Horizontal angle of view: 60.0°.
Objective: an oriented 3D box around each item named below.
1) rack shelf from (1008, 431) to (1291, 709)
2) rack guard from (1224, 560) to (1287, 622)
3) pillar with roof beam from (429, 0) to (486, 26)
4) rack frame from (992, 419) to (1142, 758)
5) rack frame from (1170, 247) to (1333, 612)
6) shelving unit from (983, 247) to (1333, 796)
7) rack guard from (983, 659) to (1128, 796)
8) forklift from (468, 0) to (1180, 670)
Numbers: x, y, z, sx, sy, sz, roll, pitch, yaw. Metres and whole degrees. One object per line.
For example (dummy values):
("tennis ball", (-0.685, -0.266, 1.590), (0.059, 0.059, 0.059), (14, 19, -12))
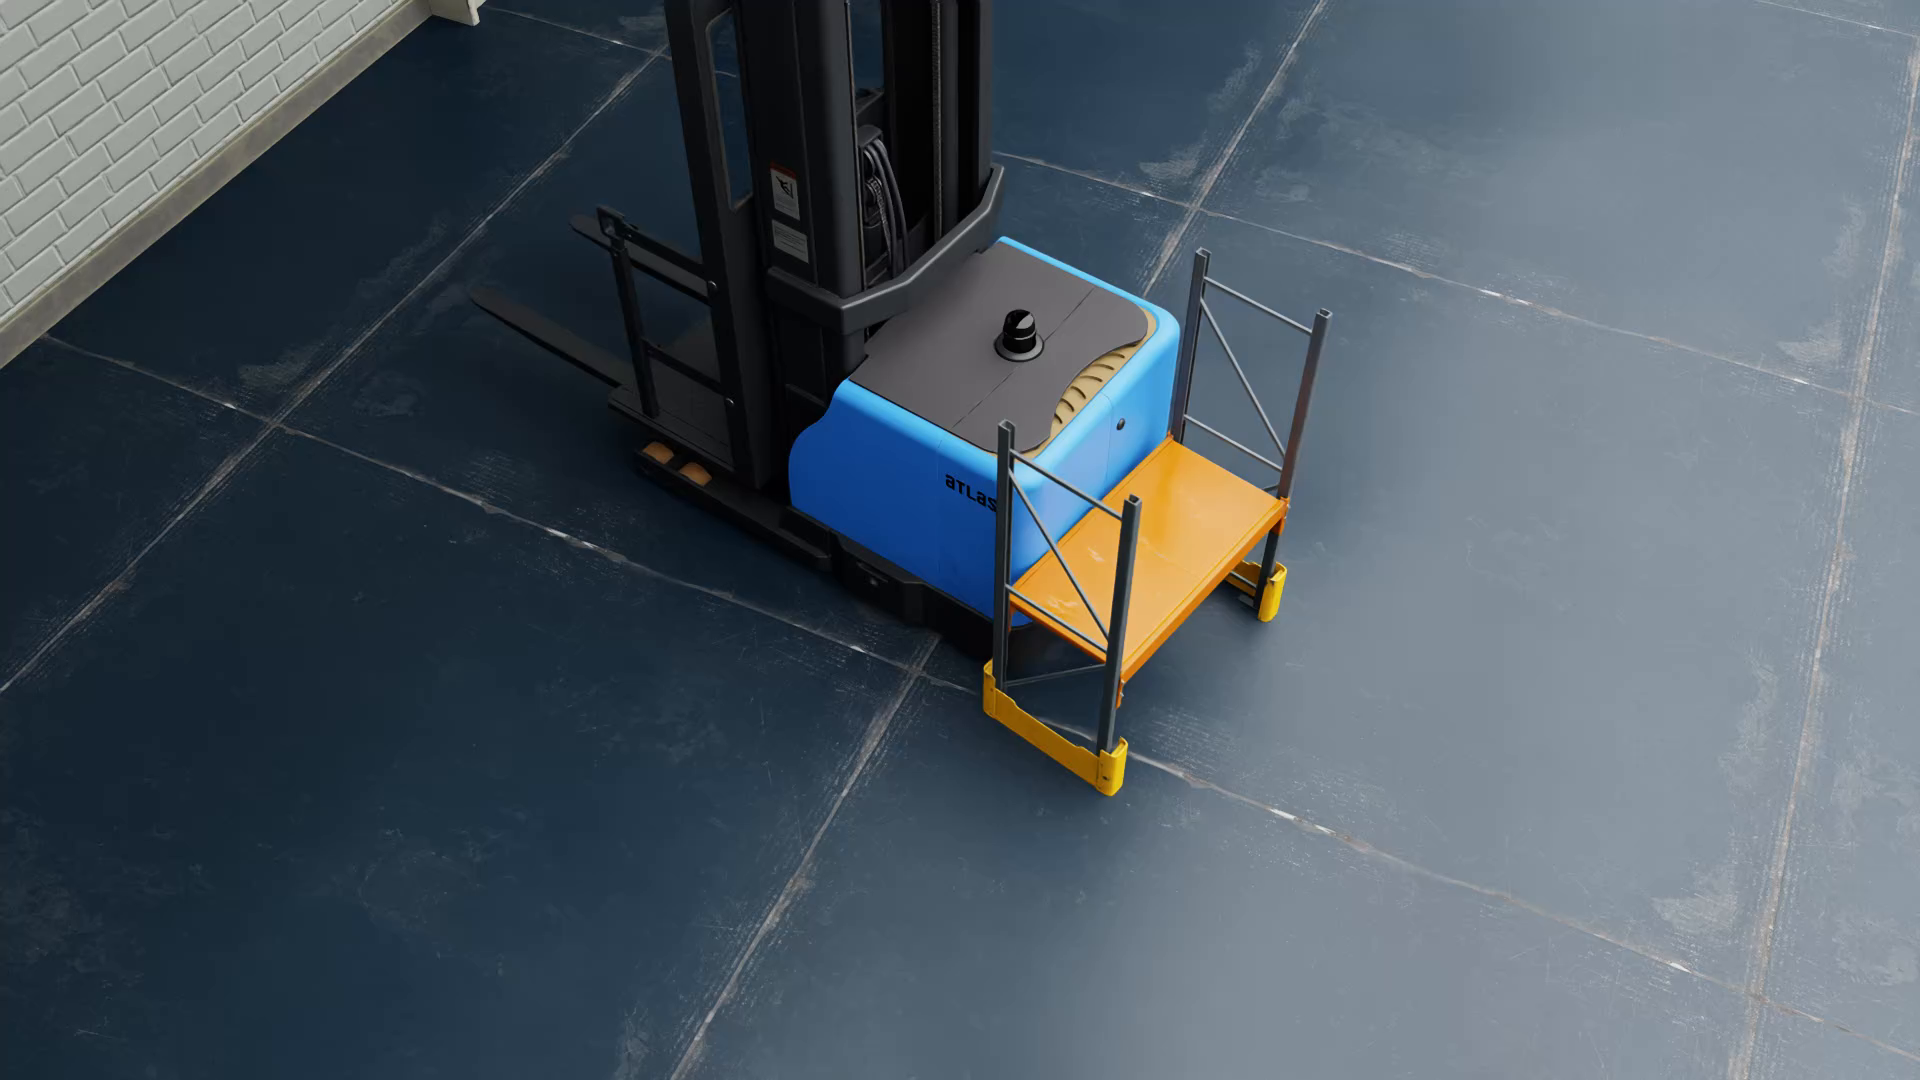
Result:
("rack shelf", (0.639, 0.079, 5.750), (0.538, 0.185, 1.000), (32, 57, 25))
("rack guard", (0.964, 0.070, 6.341), (0.587, 0.250, 0.087), (32, 57, 25))
("pillar with roof beam", (1.234, -4.454, 4.447), (9.100, 9.000, 0.400), (20, 52, 16))
("rack frame", (0.314, 0.260, 5.359), (0.500, 1.500, 0.032), (32, 57, 25))
("rack frame", (0.965, -0.335, 5.866), (0.500, 1.500, 0.032), (32, 57, 25))
("shelving unit", (0.645, -0.043, 5.617), (0.587, 1.500, 1.083), (32, 57, 25))
("rack guard", (0.326, 0.653, 5.845), (0.587, 0.250, 0.087), (32, 57, 25))
("forklift", (-0.703, -1.396, 5.829), (3.031, 2.935, 1.130), (29, 55, 22))
